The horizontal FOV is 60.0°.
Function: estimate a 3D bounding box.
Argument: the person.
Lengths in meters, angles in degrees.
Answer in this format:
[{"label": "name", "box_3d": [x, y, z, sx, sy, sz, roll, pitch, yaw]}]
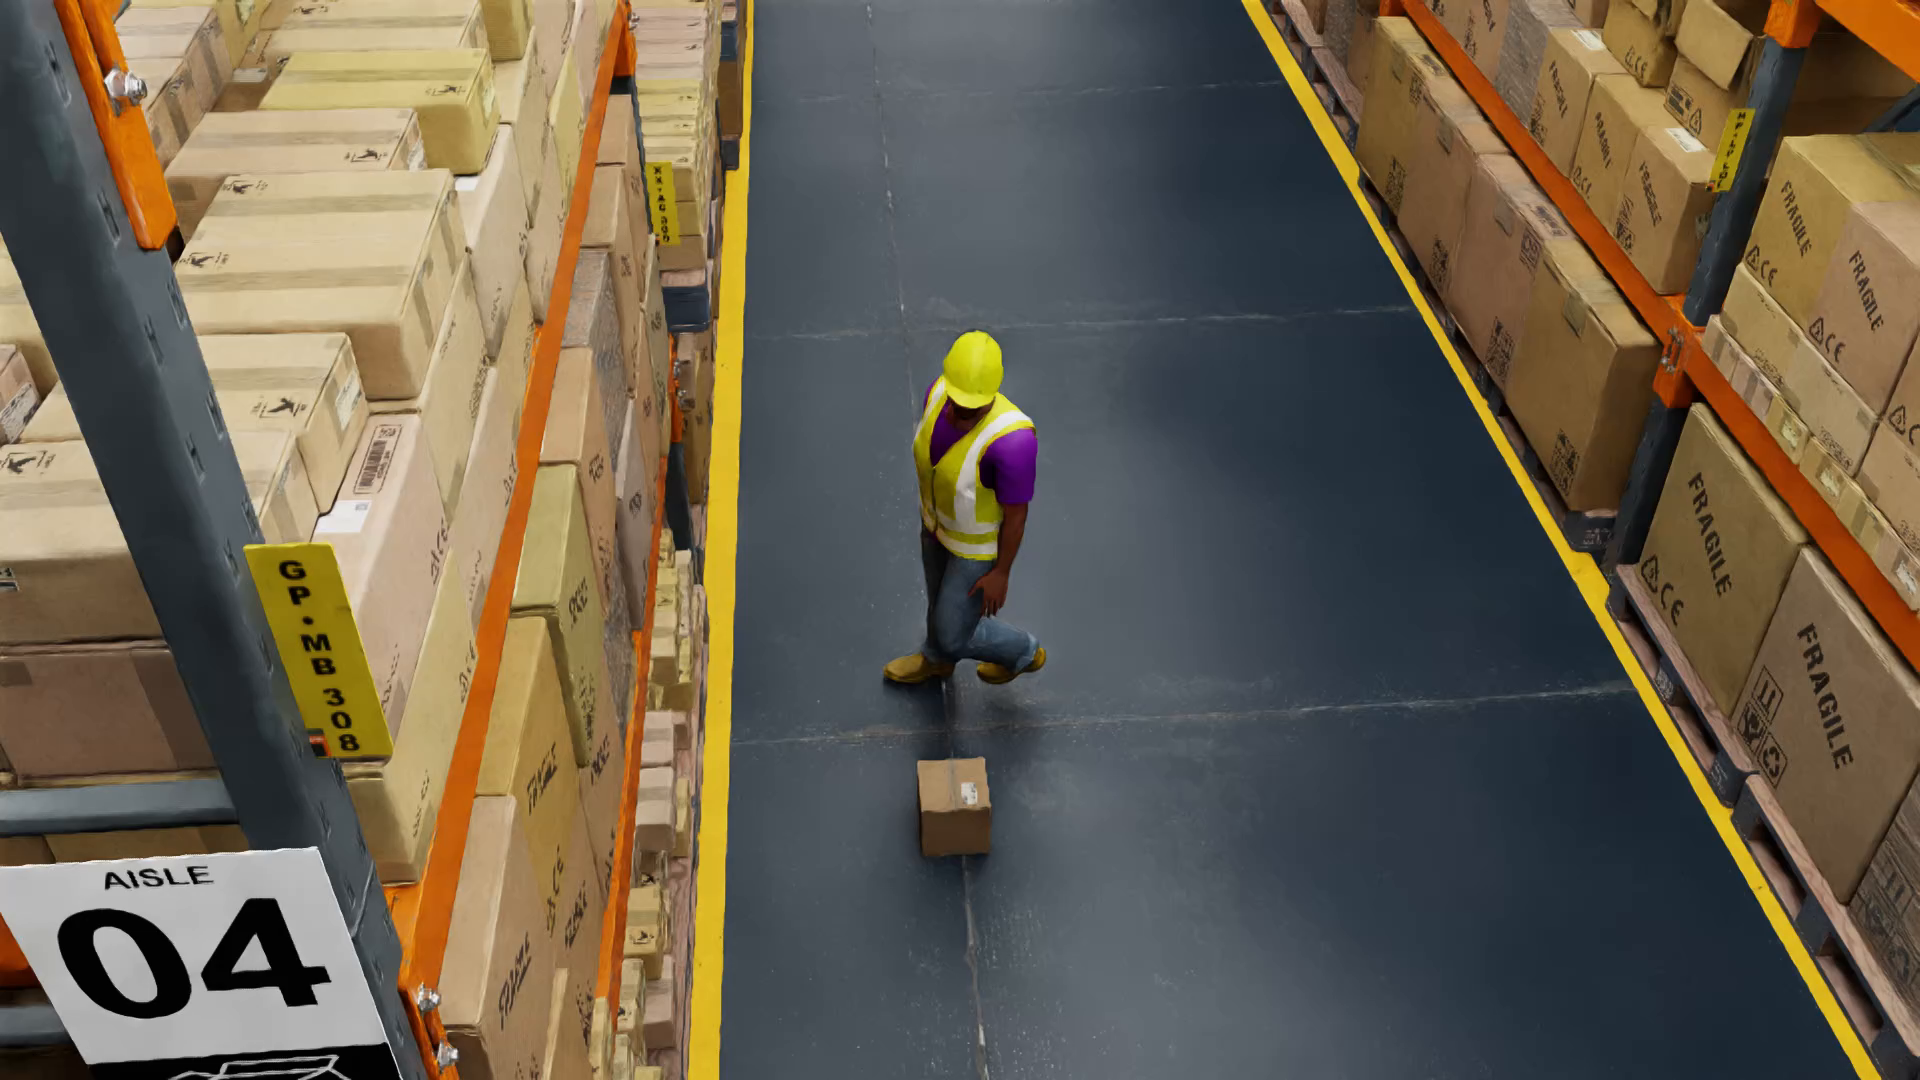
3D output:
[{"label": "person", "box_3d": [0.052, -0.050, 6.187, 0.520, 1.757, 0.635, -22, 44, -25]}]
